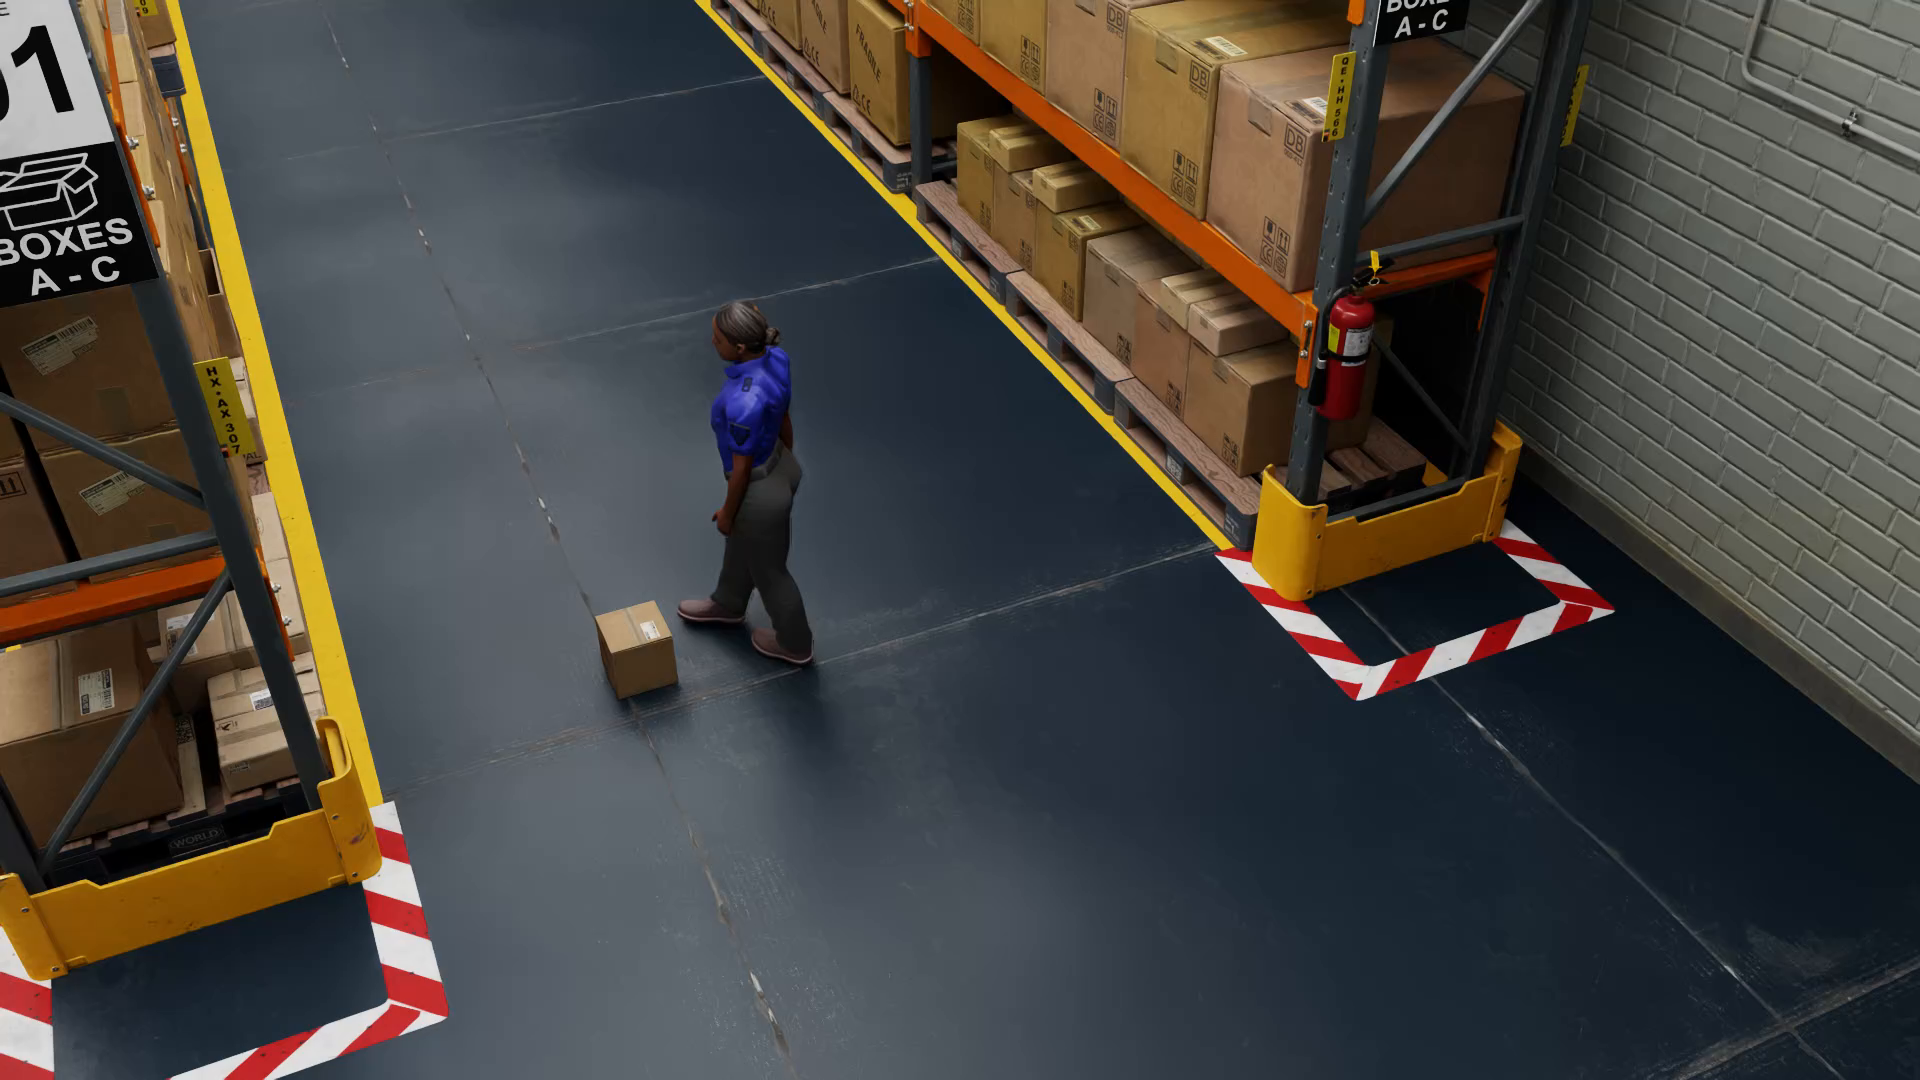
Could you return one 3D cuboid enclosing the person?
[{"bbox_3d":[-0.908,-0.214,6.420,0.630,1.649,0.437,6,38,8],"label":"person"}]
